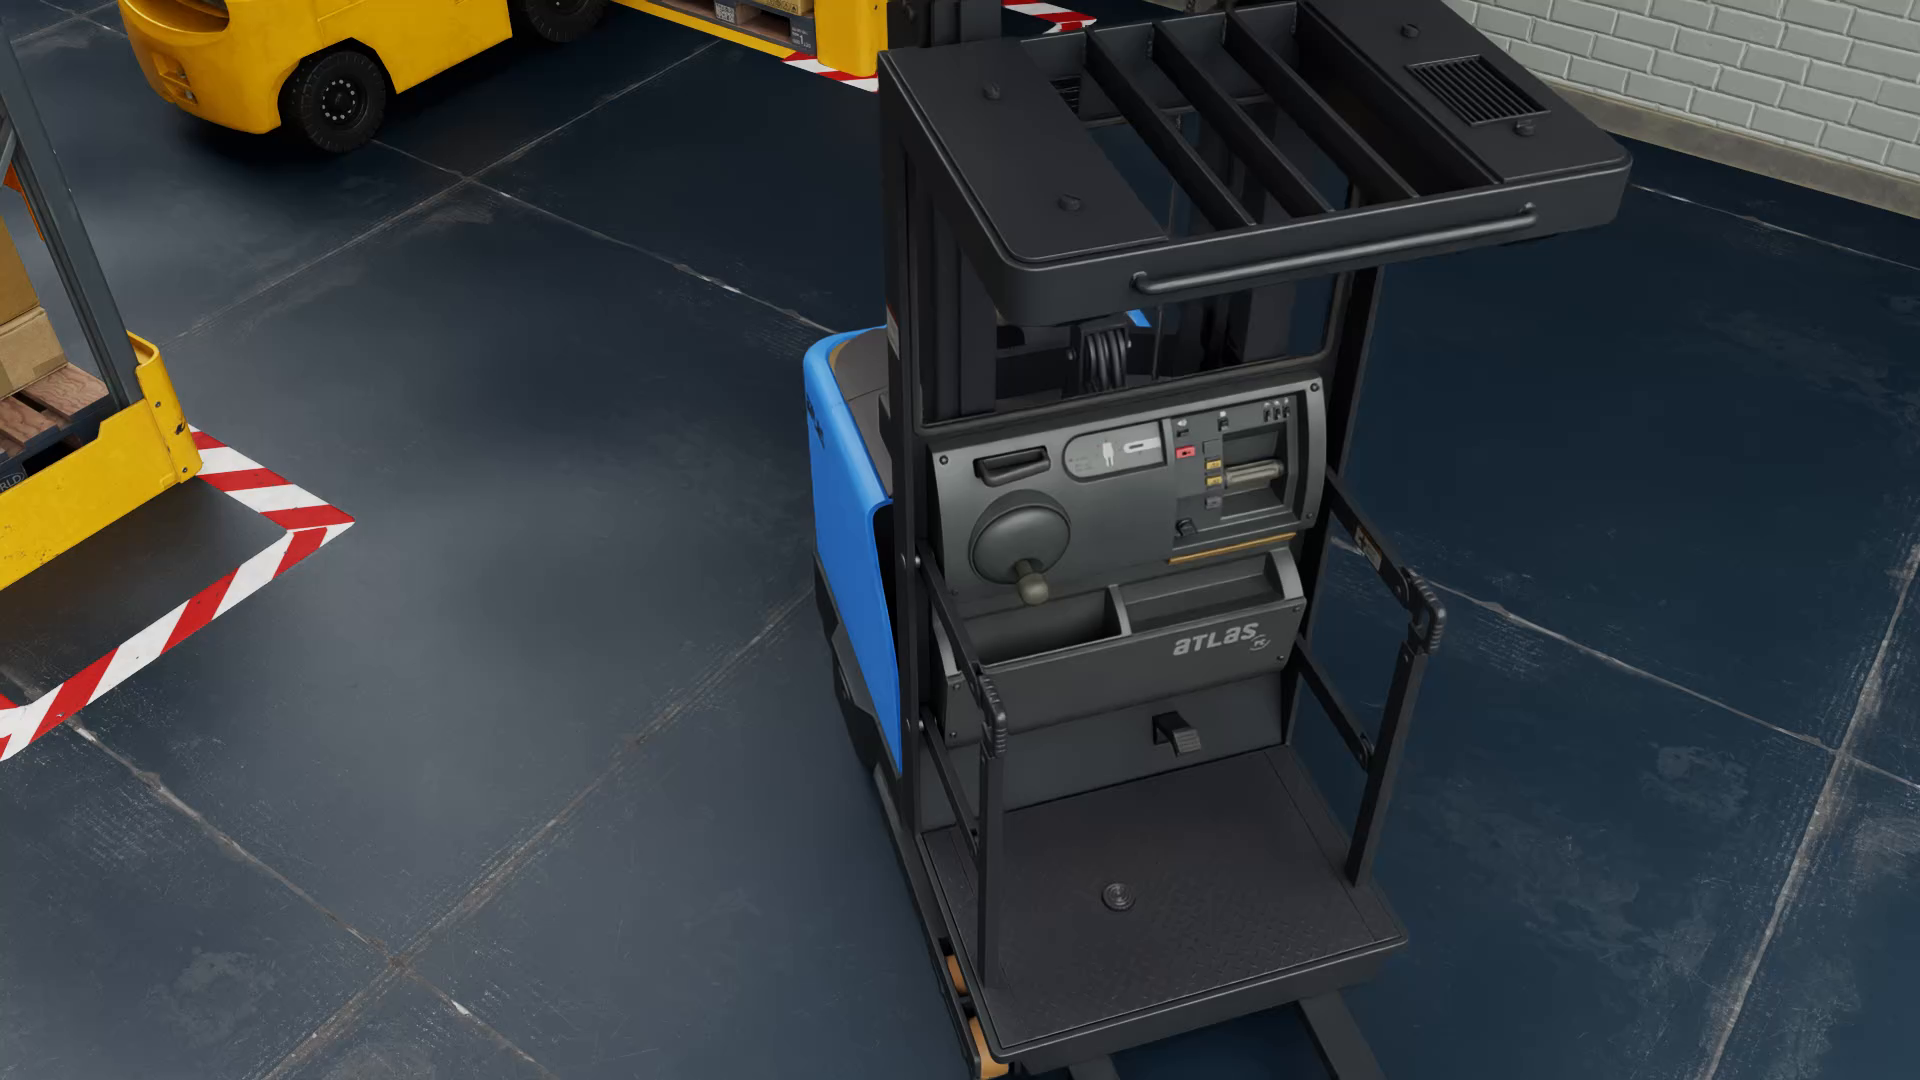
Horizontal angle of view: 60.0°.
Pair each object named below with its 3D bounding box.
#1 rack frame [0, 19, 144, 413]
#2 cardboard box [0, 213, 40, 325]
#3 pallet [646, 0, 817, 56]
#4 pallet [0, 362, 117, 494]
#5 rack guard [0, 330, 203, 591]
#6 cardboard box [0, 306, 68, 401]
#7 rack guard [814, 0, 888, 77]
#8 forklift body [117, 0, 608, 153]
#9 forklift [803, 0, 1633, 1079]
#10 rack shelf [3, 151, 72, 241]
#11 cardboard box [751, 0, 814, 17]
[{"bbox_3d":[-3.143,-1.108,4.738,0.127,3.000,1.000,25,48,25],"label":"rack frame"},{"bbox_3d":[-3.665,-0.988,5.789,0.500,0.500,0.500,24,47,24],"label":"cardboard box"},{"bbox_3d":[-0.946,-3.050,9.000,1.213,0.211,1.003,25,48,25],"label":"pallet"},{"bbox_3d":[-3.850,-0.428,6.070,1.213,0.211,1.003,25,48,25],"label":"pallet"},{"bbox_3d":[-3.205,-0.205,5.604,0.348,0.500,1.175,25,48,25],"label":"rack guard"},{"bbox_3d":[-3.645,-0.699,6.029,0.500,0.250,0.500,25,47,25],"label":"cardboard box"},{"bbox_3d":[-0.277,-2.878,8.592,0.348,0.500,1.175,25,48,25],"label":"rack guard"},{"bbox_3d":[-2.896,-3.233,7.750,1.214,2.155,2.313,25,48,25],"label":"forklift body"},{"bbox_3d":[0.458,-0.031,3.587,1.130,2.935,3.031,-12,43,-13],"label":"forklift"},{"bbox_3d":[-4.781,-1.605,5.834,4.000,0.370,1.077,25,48,25],"label":"rack shelf"},{"bbox_3d":[-0.862,-2.958,8.554,0.500,0.250,0.500,25,48,26],"label":"cardboard box"}]
